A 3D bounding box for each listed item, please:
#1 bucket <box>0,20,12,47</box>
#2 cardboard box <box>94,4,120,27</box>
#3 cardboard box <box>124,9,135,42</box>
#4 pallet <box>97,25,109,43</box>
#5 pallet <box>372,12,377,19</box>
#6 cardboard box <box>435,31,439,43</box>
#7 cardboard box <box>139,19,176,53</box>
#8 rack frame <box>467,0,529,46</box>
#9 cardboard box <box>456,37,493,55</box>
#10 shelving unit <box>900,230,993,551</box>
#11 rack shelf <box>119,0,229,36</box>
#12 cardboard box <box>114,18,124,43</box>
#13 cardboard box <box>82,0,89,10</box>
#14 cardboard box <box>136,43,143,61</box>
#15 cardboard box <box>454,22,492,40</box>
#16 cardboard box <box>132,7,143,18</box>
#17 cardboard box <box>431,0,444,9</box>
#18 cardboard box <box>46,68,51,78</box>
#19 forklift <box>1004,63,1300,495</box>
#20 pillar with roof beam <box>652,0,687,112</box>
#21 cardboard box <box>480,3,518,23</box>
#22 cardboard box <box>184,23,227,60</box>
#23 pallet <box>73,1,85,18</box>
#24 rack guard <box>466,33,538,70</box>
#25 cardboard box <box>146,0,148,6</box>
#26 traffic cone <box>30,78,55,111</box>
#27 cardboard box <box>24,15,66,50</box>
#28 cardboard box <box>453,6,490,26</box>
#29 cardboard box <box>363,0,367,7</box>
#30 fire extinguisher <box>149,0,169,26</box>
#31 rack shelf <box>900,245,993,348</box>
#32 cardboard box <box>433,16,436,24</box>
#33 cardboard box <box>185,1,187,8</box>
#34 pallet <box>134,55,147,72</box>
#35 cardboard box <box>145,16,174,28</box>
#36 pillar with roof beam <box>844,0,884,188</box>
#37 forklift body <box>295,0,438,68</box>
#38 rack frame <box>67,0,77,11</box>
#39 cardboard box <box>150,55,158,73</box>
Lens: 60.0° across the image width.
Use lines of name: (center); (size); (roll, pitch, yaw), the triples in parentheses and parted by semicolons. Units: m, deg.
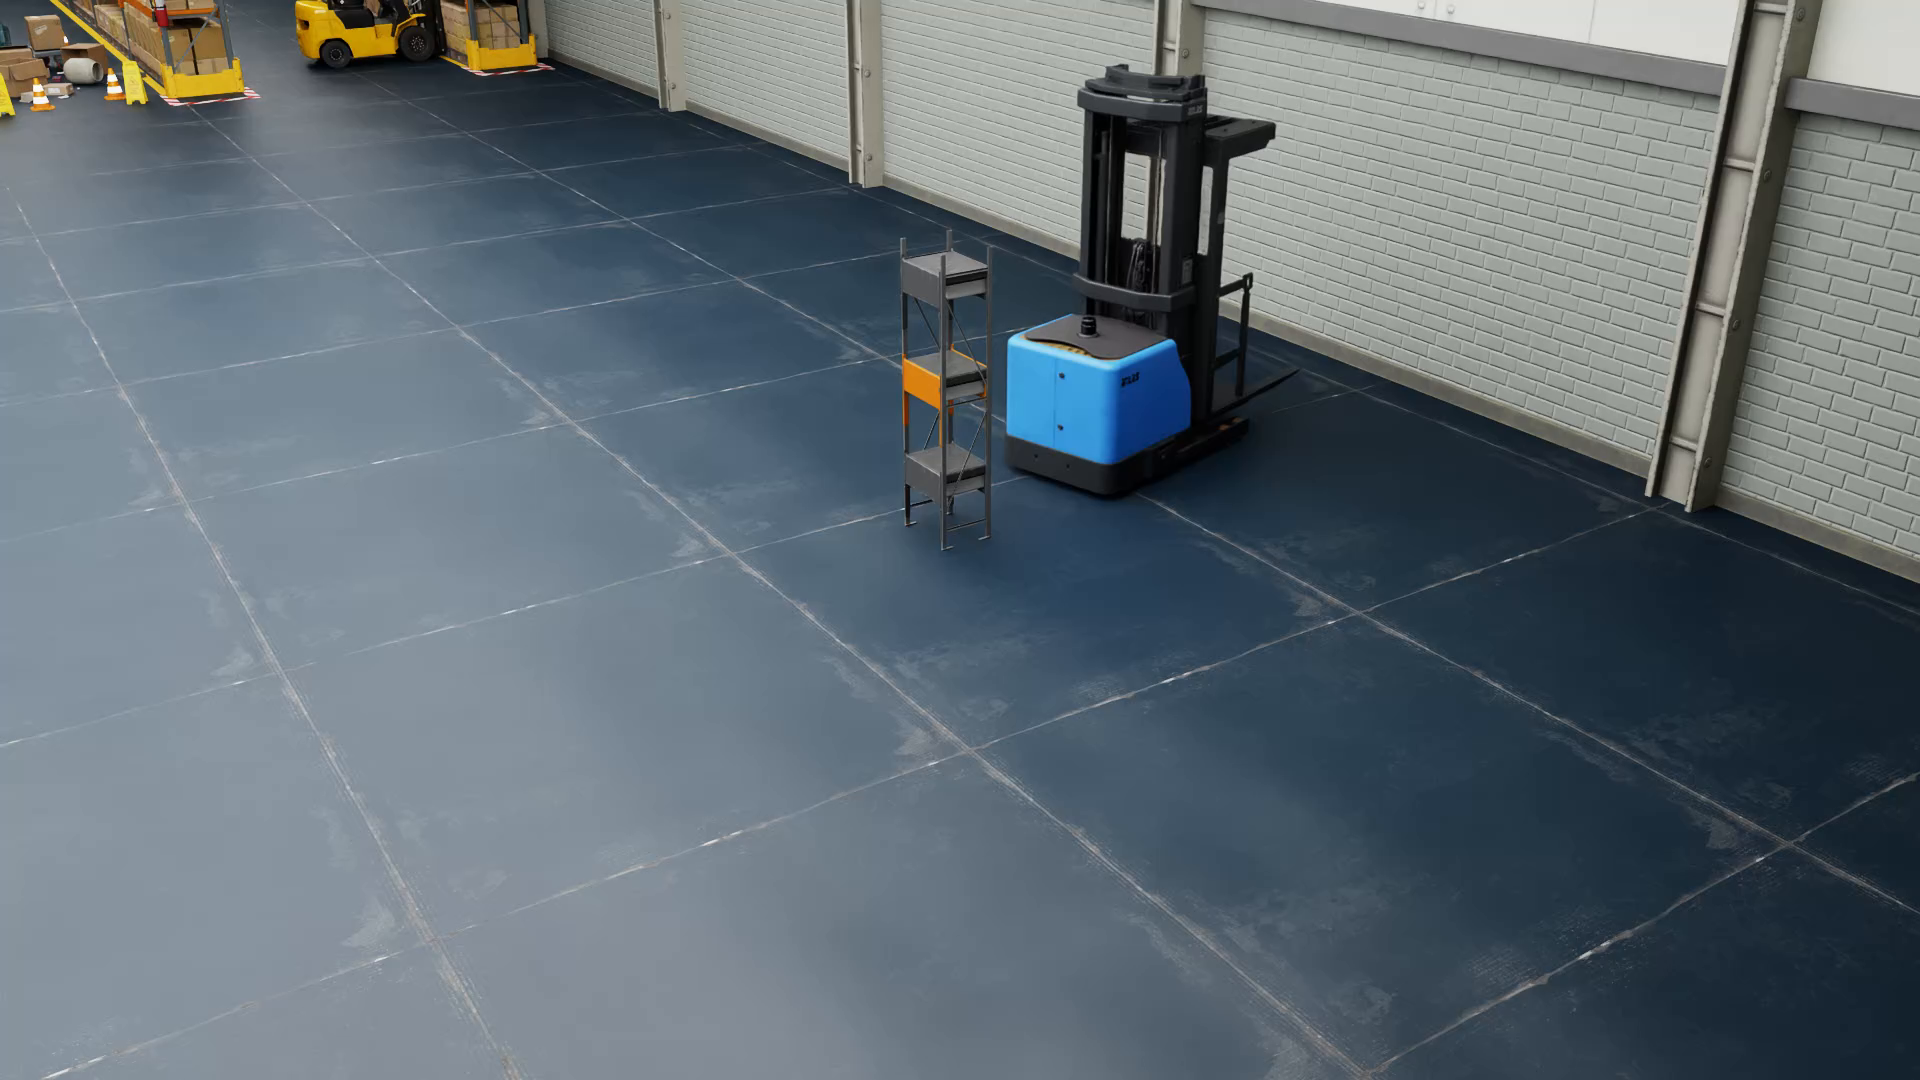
bucket: (-16.551, -8.565, 28.396); (0.726, 0.611, 0.620); (-6, 16, -12)
cardboard box: (-16.348, -10.287, 32.576); (0.950, 0.372, 0.625); (-18, 31, -33)
cardboard box: (-14.369, -9.071, 29.264); (0.500, 0.500, 0.500); (-14, 29, -27)
pallet: (-16.223, -9.949, 32.540); (1.003, 0.211, 1.213); (-16, 29, -30)
pallet: (-11.413, -10.647, 34.019); (1.003, 0.211, 1.213); (-16, 29, -30)
cardboard box: (-9.477, -9.369, 30.774); (0.500, 0.250, 0.500); (-15, 29, -28)
cardboard box: (-13.494, -8.508, 28.071); (0.500, 0.500, 0.500); (-16, 30, -31)
rack frame: (-8.124, -9.786, 28.929); (1.000, 3.000, 0.127); (-16, 29, -30)
cardboard box: (-8.646, -8.827, 29.627); (0.500, 0.250, 0.500); (-15, 29, -29)
shelving unit: (-0.090, -1.009, 11.390); (0.431, 2.100, 0.503); (-16, 29, -30)
rack shelf: (-13.373, -9.018, 28.145); (1.077, 0.370, 4.000); (-16, 29, -30)
cardboard box: (-15.149, -9.504, 30.917); (0.950, 0.372, 0.625); (-14, 28, -26)
cardboard box: (-17.927, -11.625, 34.821); (0.875, 0.875, 0.875); (-15, 29, -28)
cardboard box: (-14.068, -8.543, 29.025); (0.500, 0.250, 0.500); (-14, 29, -27)
cardboard box: (-8.652, -9.060, 29.534); (0.500, 0.250, 0.500); (-16, 30, -30)
cardboard box: (-13.920, -9.026, 28.410); (0.380, 0.149, 0.250); (-14, 29, -27)
cardboard box: (-9.475, -9.819, 30.557); (0.500, 0.250, 0.500); (-16, 30, -31)
cardboard box: (-15.818, -8.031, 28.414); (0.396, 0.266, 0.258); (7, 26, 15)
forklift: (1.688, -2.210, 12.960); (1.130, 2.935, 3.031); (20, 32, 36)
pillar with roof beam: (-8.081, -9.809, 21.950); (9.100, 9.000, 0.400); (-16, 29, -30)
cardboard box: (-8.228, -9.401, 29.671); (0.500, 0.250, 0.500); (-16, 30, -30)
cardboard box: (-12.503, -8.275, 27.579); (0.500, 0.500, 0.500); (-17, 30, -31)
pallet: (-18.348, -11.401, 35.616); (1.003, 0.211, 1.213); (-16, 29, -30)
rack guard: (-8.111, -8.647, 29.445); (1.175, 0.500, 0.348); (-16, 29, -30)
cardboard box: (-13.018, -8.760, 27.049); (0.380, 0.149, 0.250); (-16, 30, -30)
traffic cone: (-14.341, -6.954, 25.901); (0.336, 0.463, 0.334); (-16, 29, -30)
cardboard box: (-15.940, -8.846, 28.977); (0.500, 0.500, 0.500); (-16, 29, -30)
cardboard box: (-8.637, -9.277, 29.408); (0.500, 0.250, 0.500); (-14, 29, -28)
cardboard box: (-12.163, -11.538, 34.929); (0.875, 0.625, 0.625); (-15, 29, -28)
fire extinguisher: (-12.605, -8.445, 26.178); (0.296, 0.674, 0.183); (-16, 29, -30)
rack shelf: (-0.090, -1.629, 11.097); (0.431, 0.518, 0.480); (-16, 29, -30)
cardboard box: (-9.486, -9.602, 30.681); (0.500, 0.250, 0.500); (-16, 29, -30)
cardboard box: (-12.443, -8.771, 27.074); (0.380, 0.149, 0.250); (-15, 29, -29)
pallet: (-14.069, -8.566, 29.611); (1.003, 0.211, 1.213); (-16, 29, -30)
cardboard box: (-13.194, -8.549, 27.398); (0.380, 0.149, 0.250); (-15, 29, -28)
pillar with roof beam: (-4.806, -7.663, 17.404); (9.100, 9.000, 0.400); (-16, 29, -30)
forklift body: (-10.688, -9.656, 29.647); (2.313, 2.155, 1.214); (-16, 29, -30)
rack frame: (-18.832, -12.920, 35.568); (1.000, 3.000, 0.127); (-16, 29, -30)
cardboard box: (-13.224, -7.988, 27.849); (0.500, 0.250, 0.500); (-15, 29, -29)
